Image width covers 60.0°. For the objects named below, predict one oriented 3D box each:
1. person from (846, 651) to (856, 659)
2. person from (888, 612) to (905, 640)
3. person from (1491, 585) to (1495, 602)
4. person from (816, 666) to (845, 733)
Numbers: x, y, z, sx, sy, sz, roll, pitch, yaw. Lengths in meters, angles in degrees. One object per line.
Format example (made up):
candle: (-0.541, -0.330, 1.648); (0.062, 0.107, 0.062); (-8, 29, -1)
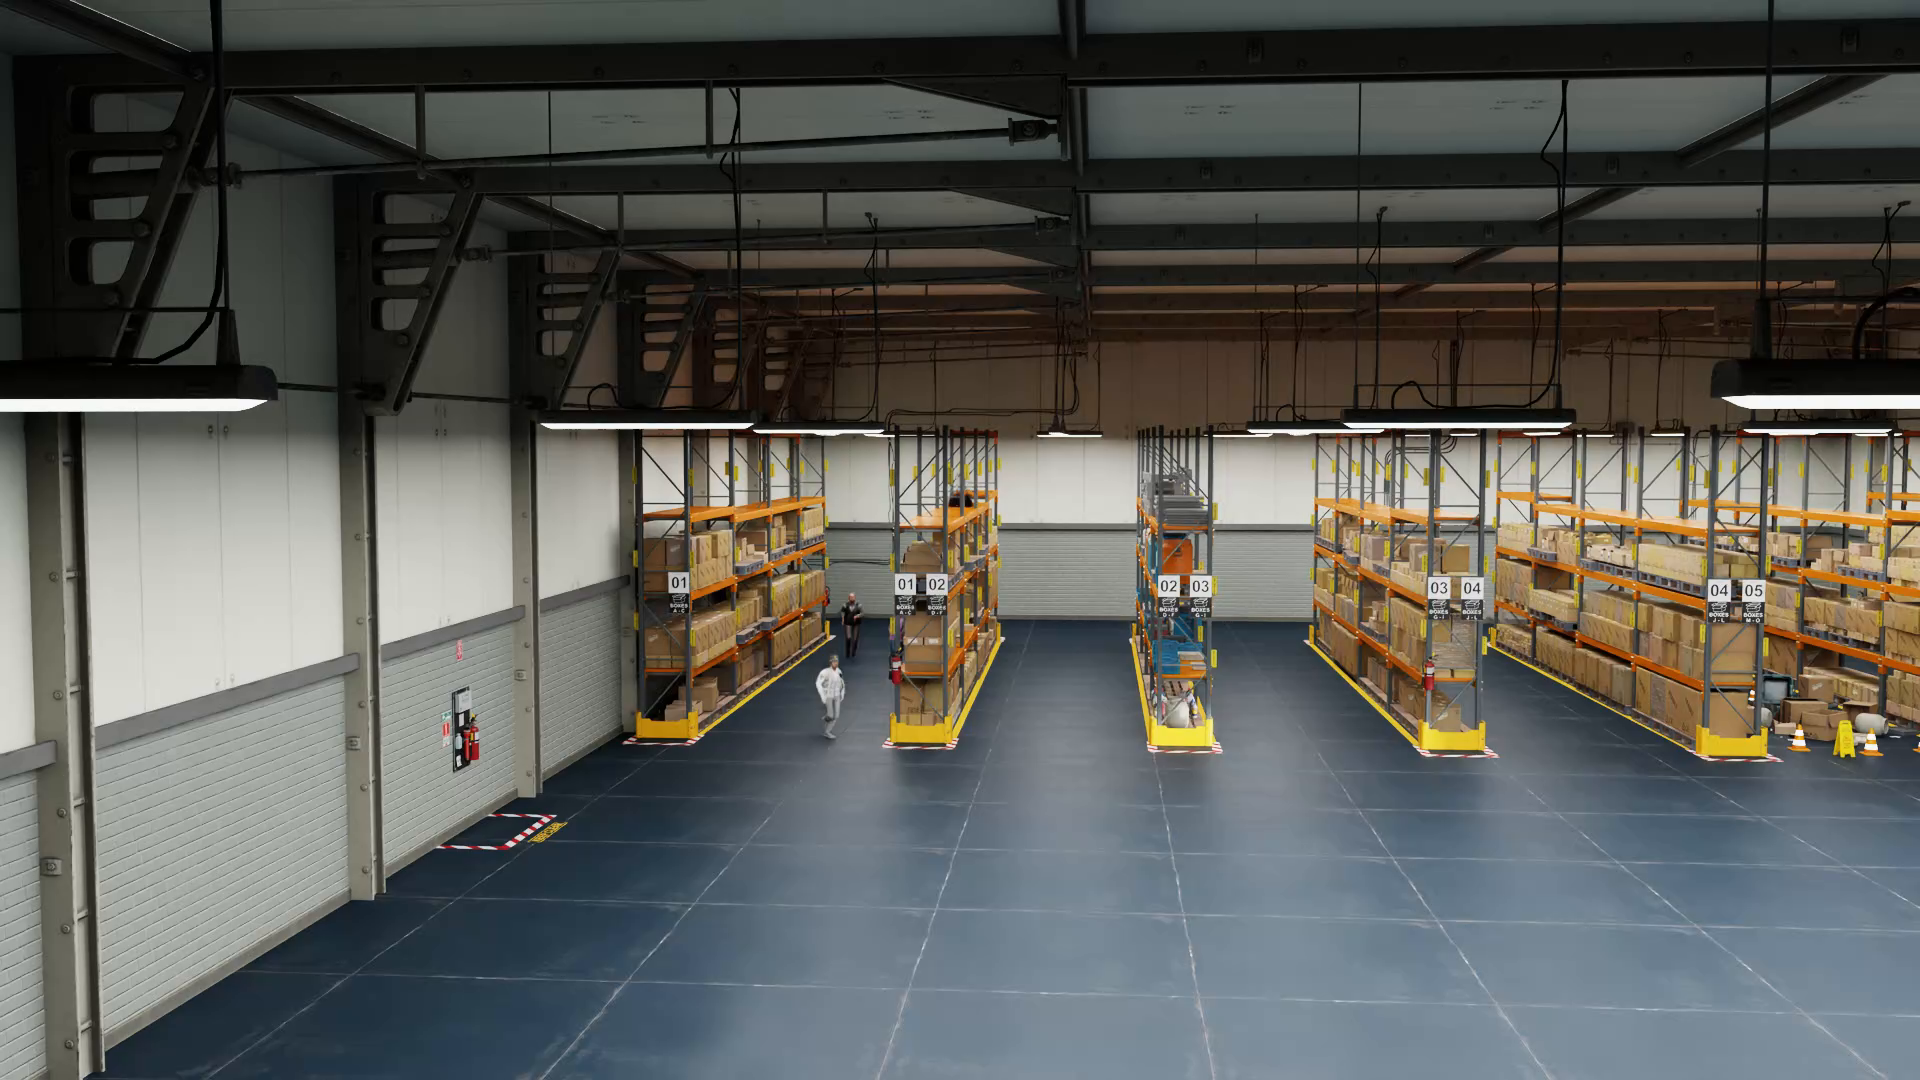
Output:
person: (-2.873, 2.929, 43.686); (0.261, 0.332, 0.409); (0, 3, -3)
person: (-1.544, 2.093, 40.700); (0.454, 0.796, 0.604); (0, 3, -1)
person: (15.729, 1.529, 48.683); (0.650, 0.870, 0.631); (-3, 4, -37)
person: (-2.476, 3.080, 31.934); (0.625, 1.322, 0.466); (-2, 4, -32)
